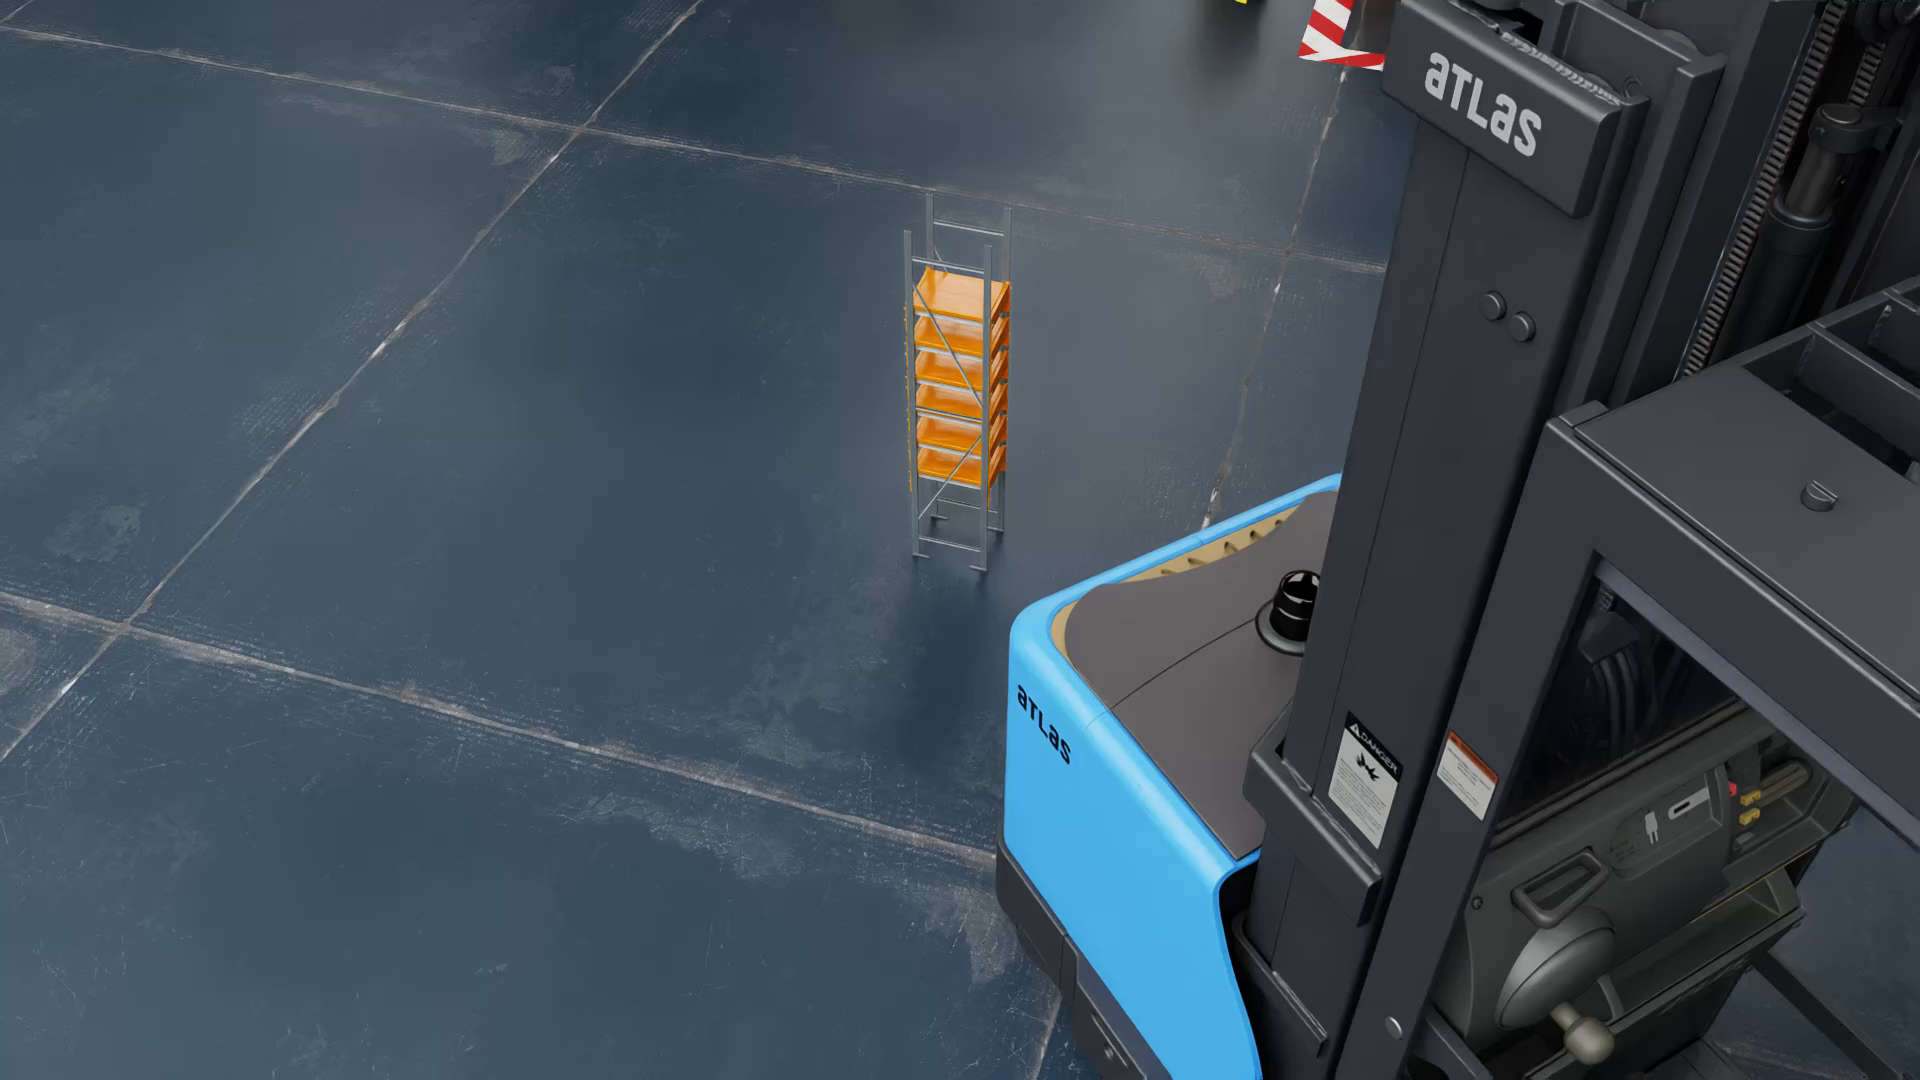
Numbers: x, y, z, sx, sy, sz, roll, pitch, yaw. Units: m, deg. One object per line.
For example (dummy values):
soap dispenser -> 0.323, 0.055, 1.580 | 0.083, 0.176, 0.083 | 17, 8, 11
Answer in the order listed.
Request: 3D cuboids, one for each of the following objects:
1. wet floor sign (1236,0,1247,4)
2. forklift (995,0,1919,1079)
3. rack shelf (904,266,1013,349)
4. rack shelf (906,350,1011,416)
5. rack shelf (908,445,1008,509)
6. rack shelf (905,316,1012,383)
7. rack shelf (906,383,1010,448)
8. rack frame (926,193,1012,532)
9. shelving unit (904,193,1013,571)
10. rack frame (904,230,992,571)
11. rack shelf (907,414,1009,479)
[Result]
wet floor sign -> 1.308, -2.874, 7.726 | 0.267, 0.644, 0.232 | 28, 51, 26
forklift -> 1.264, 0.599, 2.542 | 1.130, 2.935, 3.031 | -22, 49, -21
rack shelf -> -0.004, -0.645, 4.600 | 0.258, 0.103, 0.180 | 13, 46, 12
rack shelf -> -0.004, -0.473, 4.768 | 0.258, 0.103, 0.180 | 13, 46, 12
rack shelf -> -0.004, -0.216, 5.019 | 0.258, 0.103, 0.180 | 13, 46, 12
rack shelf -> -0.004, -0.559, 4.684 | 0.258, 0.103, 0.180 | 13, 46, 12
rack shelf -> -0.004, -0.387, 4.852 | 0.258, 0.103, 0.180 | 13, 46, 12
rack frame -> 0.023, -0.480, 4.883 | 0.240, 1.200, 0.006 | 13, 46, 12
shelving unit -> -0.004, -0.419, 4.821 | 0.258, 1.200, 0.189 | 13, 46, 12
rack frame -> -0.032, -0.358, 4.758 | 0.240, 1.200, 0.006 | 13, 46, 12
rack shelf -> -0.004, -0.302, 4.936 | 0.258, 0.103, 0.180 | 13, 46, 12
